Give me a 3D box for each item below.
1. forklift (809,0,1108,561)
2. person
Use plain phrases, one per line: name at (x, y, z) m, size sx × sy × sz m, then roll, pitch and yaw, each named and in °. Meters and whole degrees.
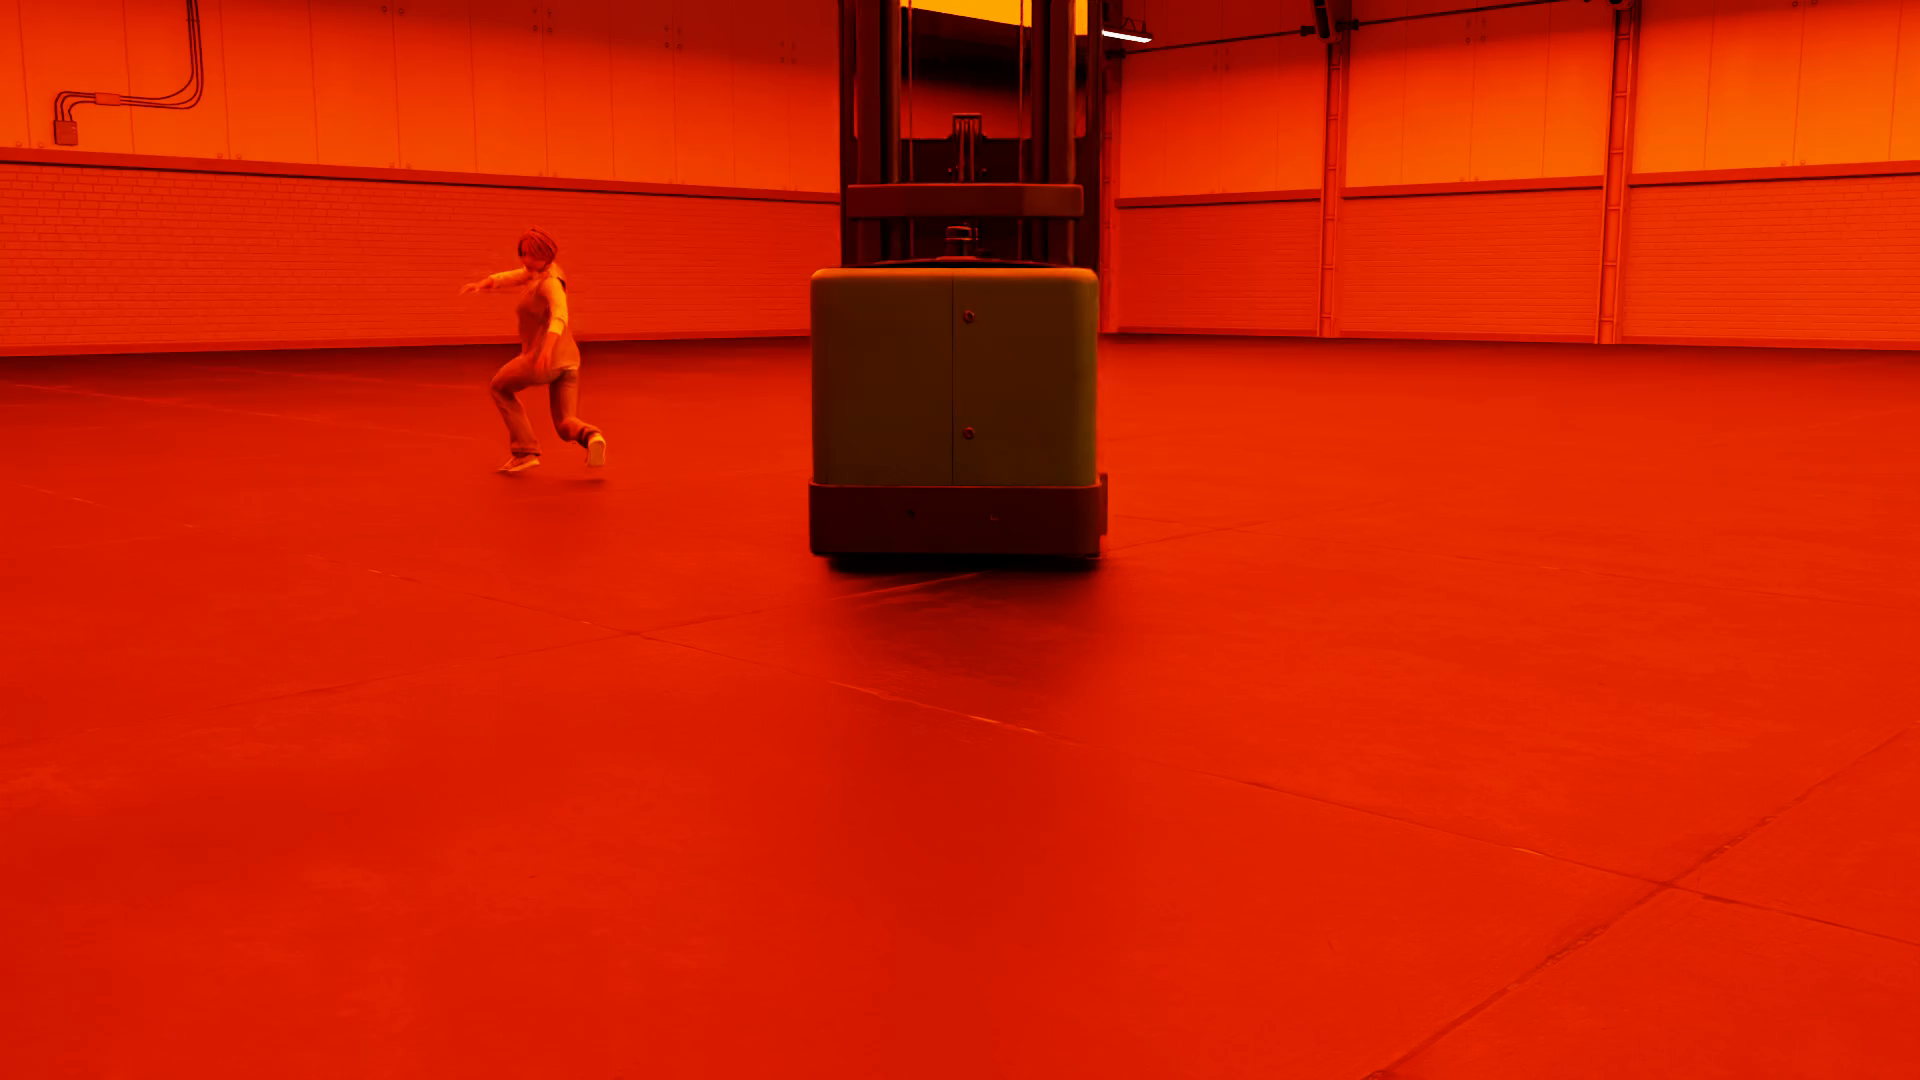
forklift at (0.057, -1.555, 7.198) m, size 1.130 × 2.935 × 3.031 m, roll 0°, pitch 9°, yaw 3°
person at (-2.269, -0.983, 8.899) m, size 0.871 × 1.376 × 0.650 m, roll 4°, pitch 9°, yaw 25°
